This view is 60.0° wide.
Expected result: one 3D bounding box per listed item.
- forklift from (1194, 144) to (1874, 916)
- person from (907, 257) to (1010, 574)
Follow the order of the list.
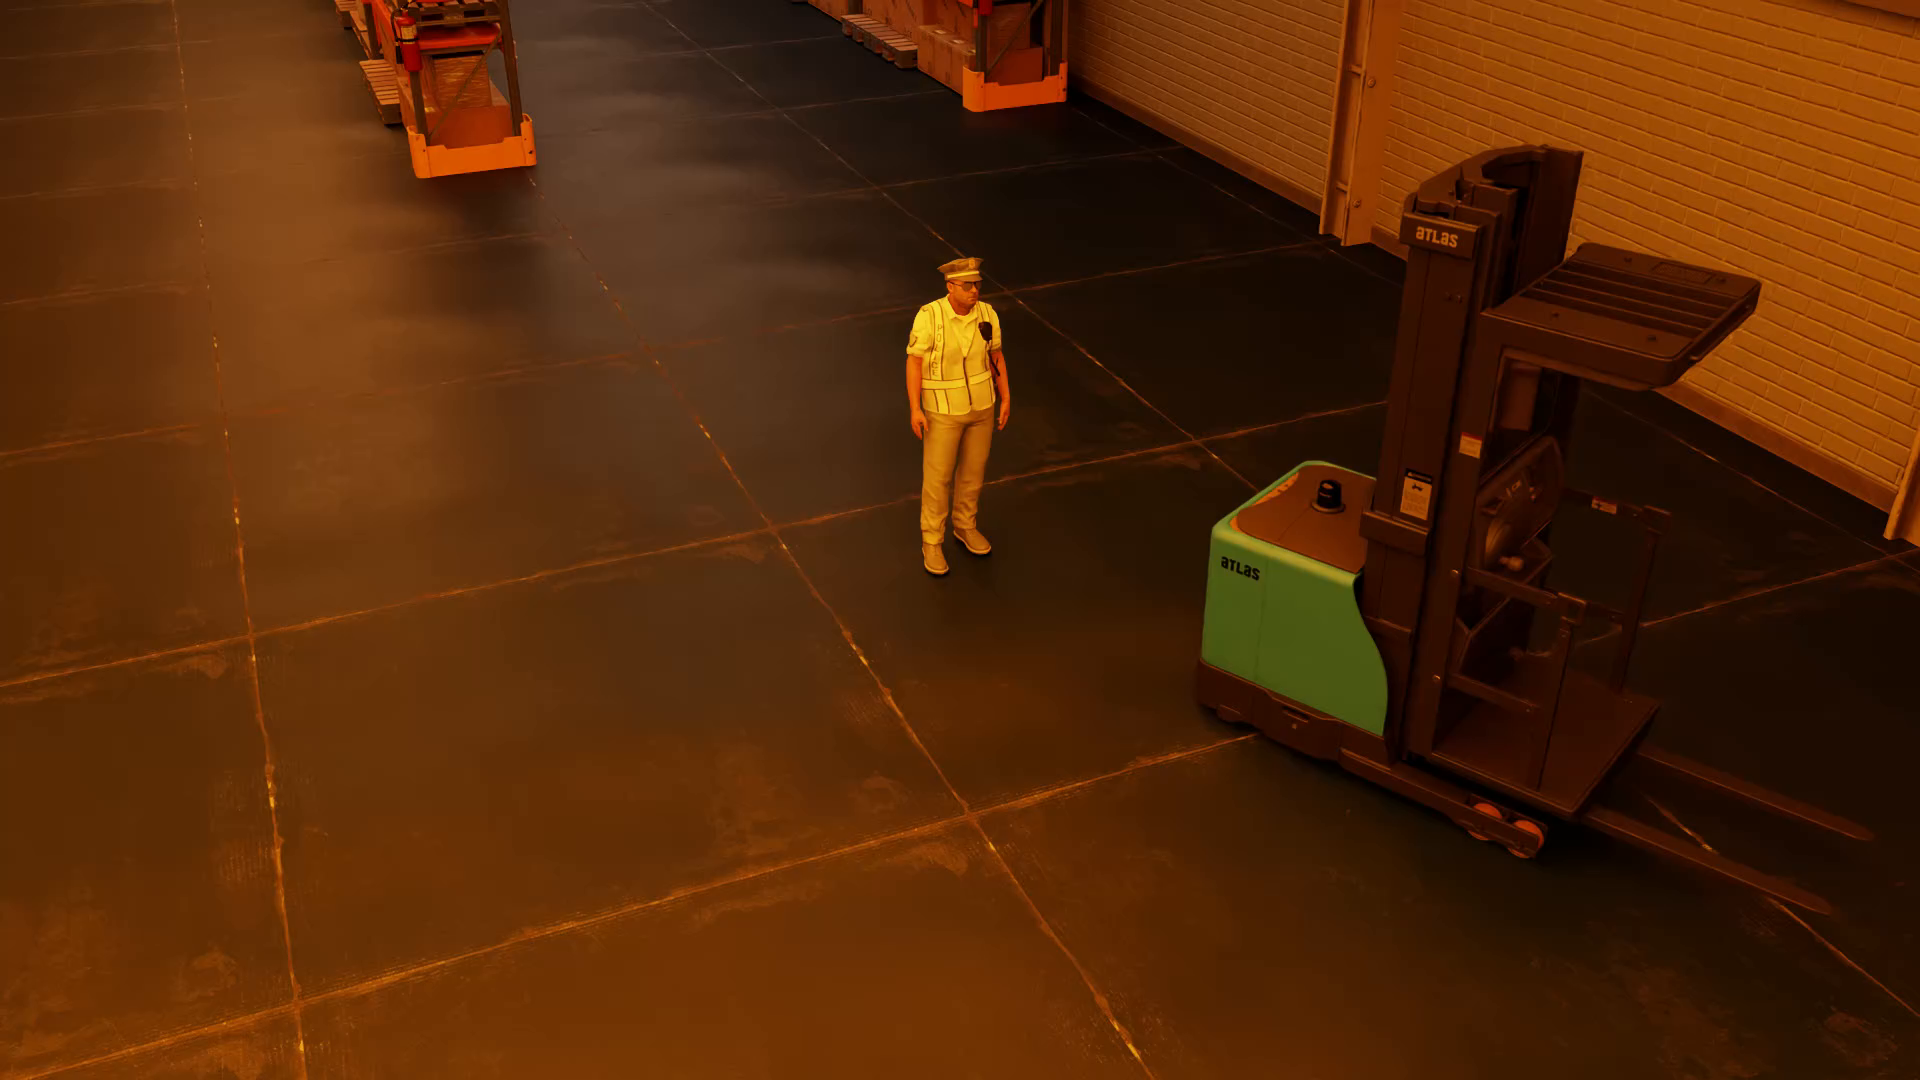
[{"bbox_3d":[2.661,-0.128,7.343,3.031,2.935,1.130,22,37,34],"label":"forklift"},{"bbox_3d":[0.021,-0.741,9.561,0.641,1.778,0.574,-12,32,-20],"label":"person"}]
